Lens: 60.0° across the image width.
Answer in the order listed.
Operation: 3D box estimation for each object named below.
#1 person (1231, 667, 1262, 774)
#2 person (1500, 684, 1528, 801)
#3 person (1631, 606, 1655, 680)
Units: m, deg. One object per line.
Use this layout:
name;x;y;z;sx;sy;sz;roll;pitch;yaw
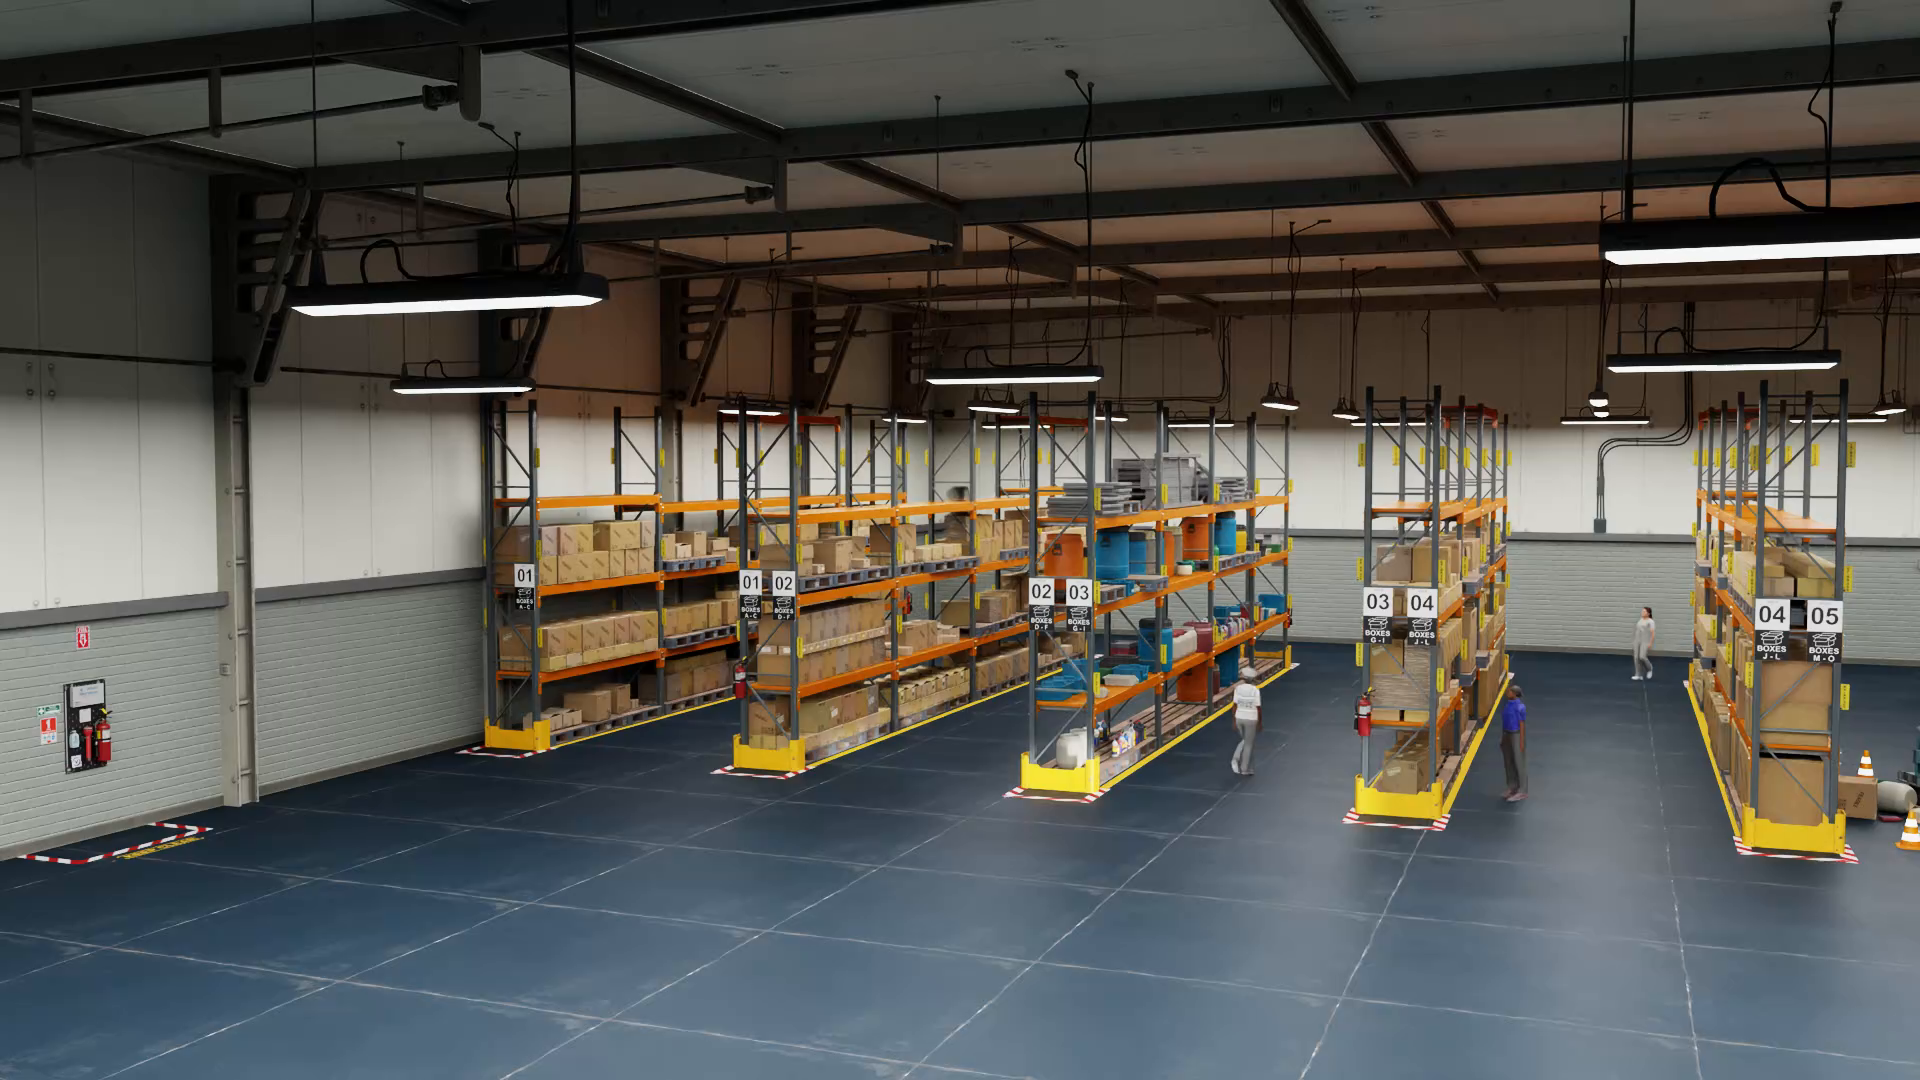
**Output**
person;4.537;2.853;26.179;0.447;1.692;0.436;-2;3;-35
person;8.142;2.965;24.496;0.394;1.664;0.541;-1;3;-22
person;15.311;2.317;37.276;0.499;1.659;0.514;-2;3;-33
